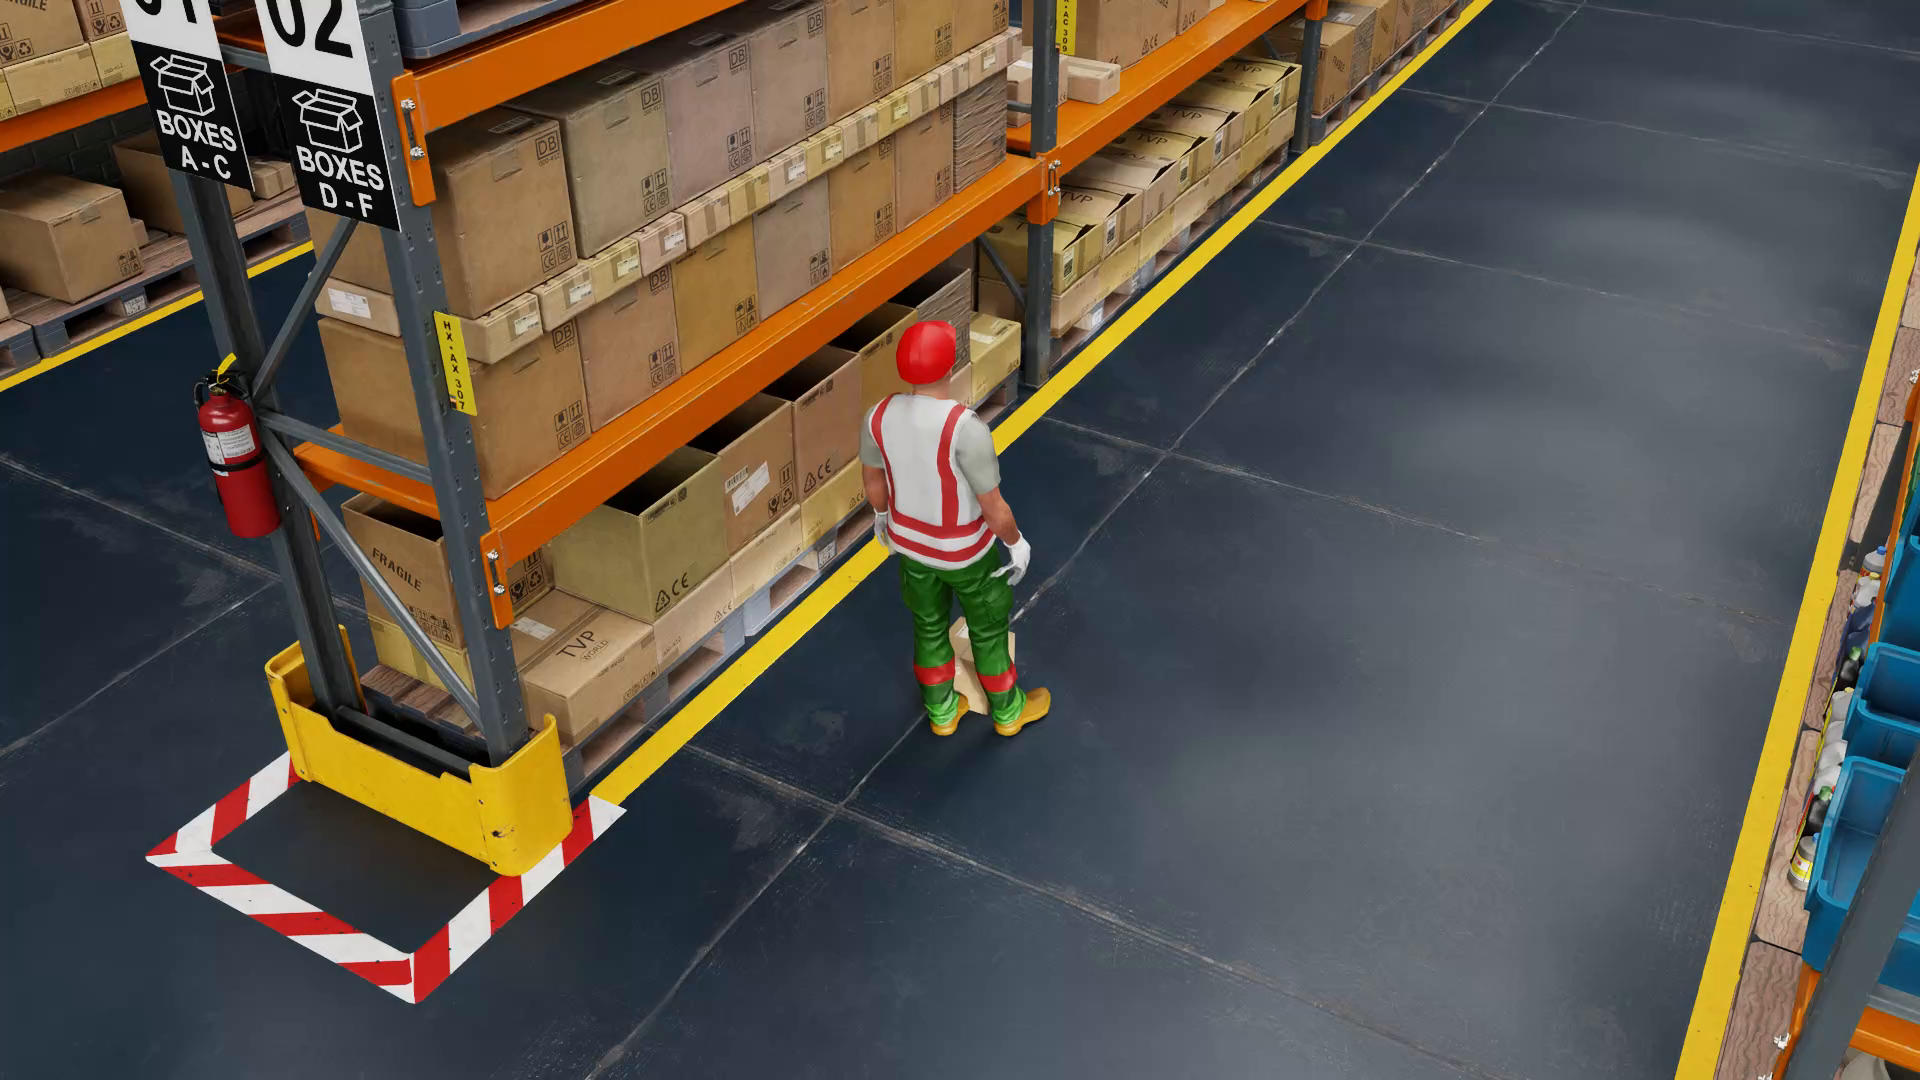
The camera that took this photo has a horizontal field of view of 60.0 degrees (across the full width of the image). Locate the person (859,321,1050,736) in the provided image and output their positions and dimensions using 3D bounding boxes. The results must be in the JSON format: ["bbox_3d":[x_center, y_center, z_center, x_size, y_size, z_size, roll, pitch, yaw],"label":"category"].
[{"bbox_3d":[-0.012,-0.035,6.156,0.638,1.790,0.561,18,38,24],"label":"person"}]
